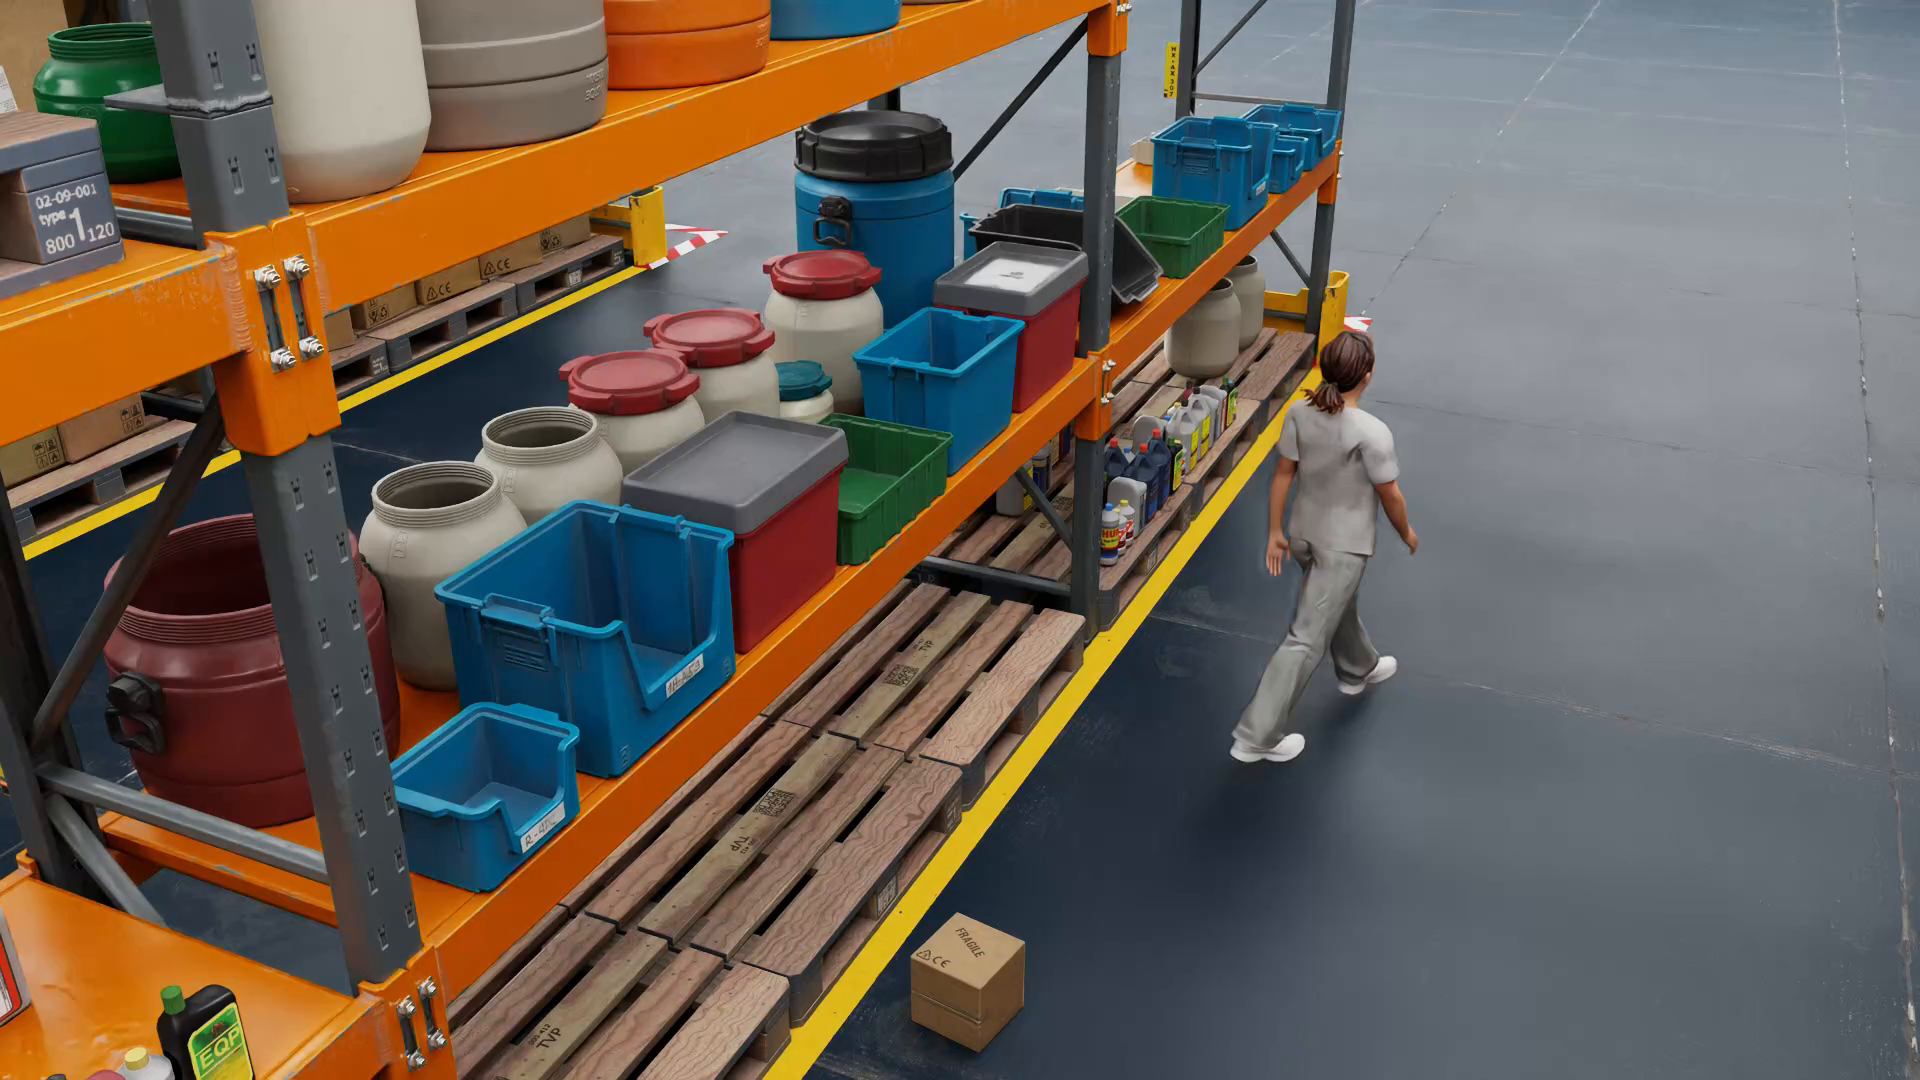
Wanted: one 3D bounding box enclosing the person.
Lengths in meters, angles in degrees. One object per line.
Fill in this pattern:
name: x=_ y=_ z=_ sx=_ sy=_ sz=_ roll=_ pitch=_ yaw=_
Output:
person: x=1.411 y=-0.016 z=6.122 sx=1.034 sy=1.605 sz=0.439 roll=-17 pitch=31 yaw=-30
